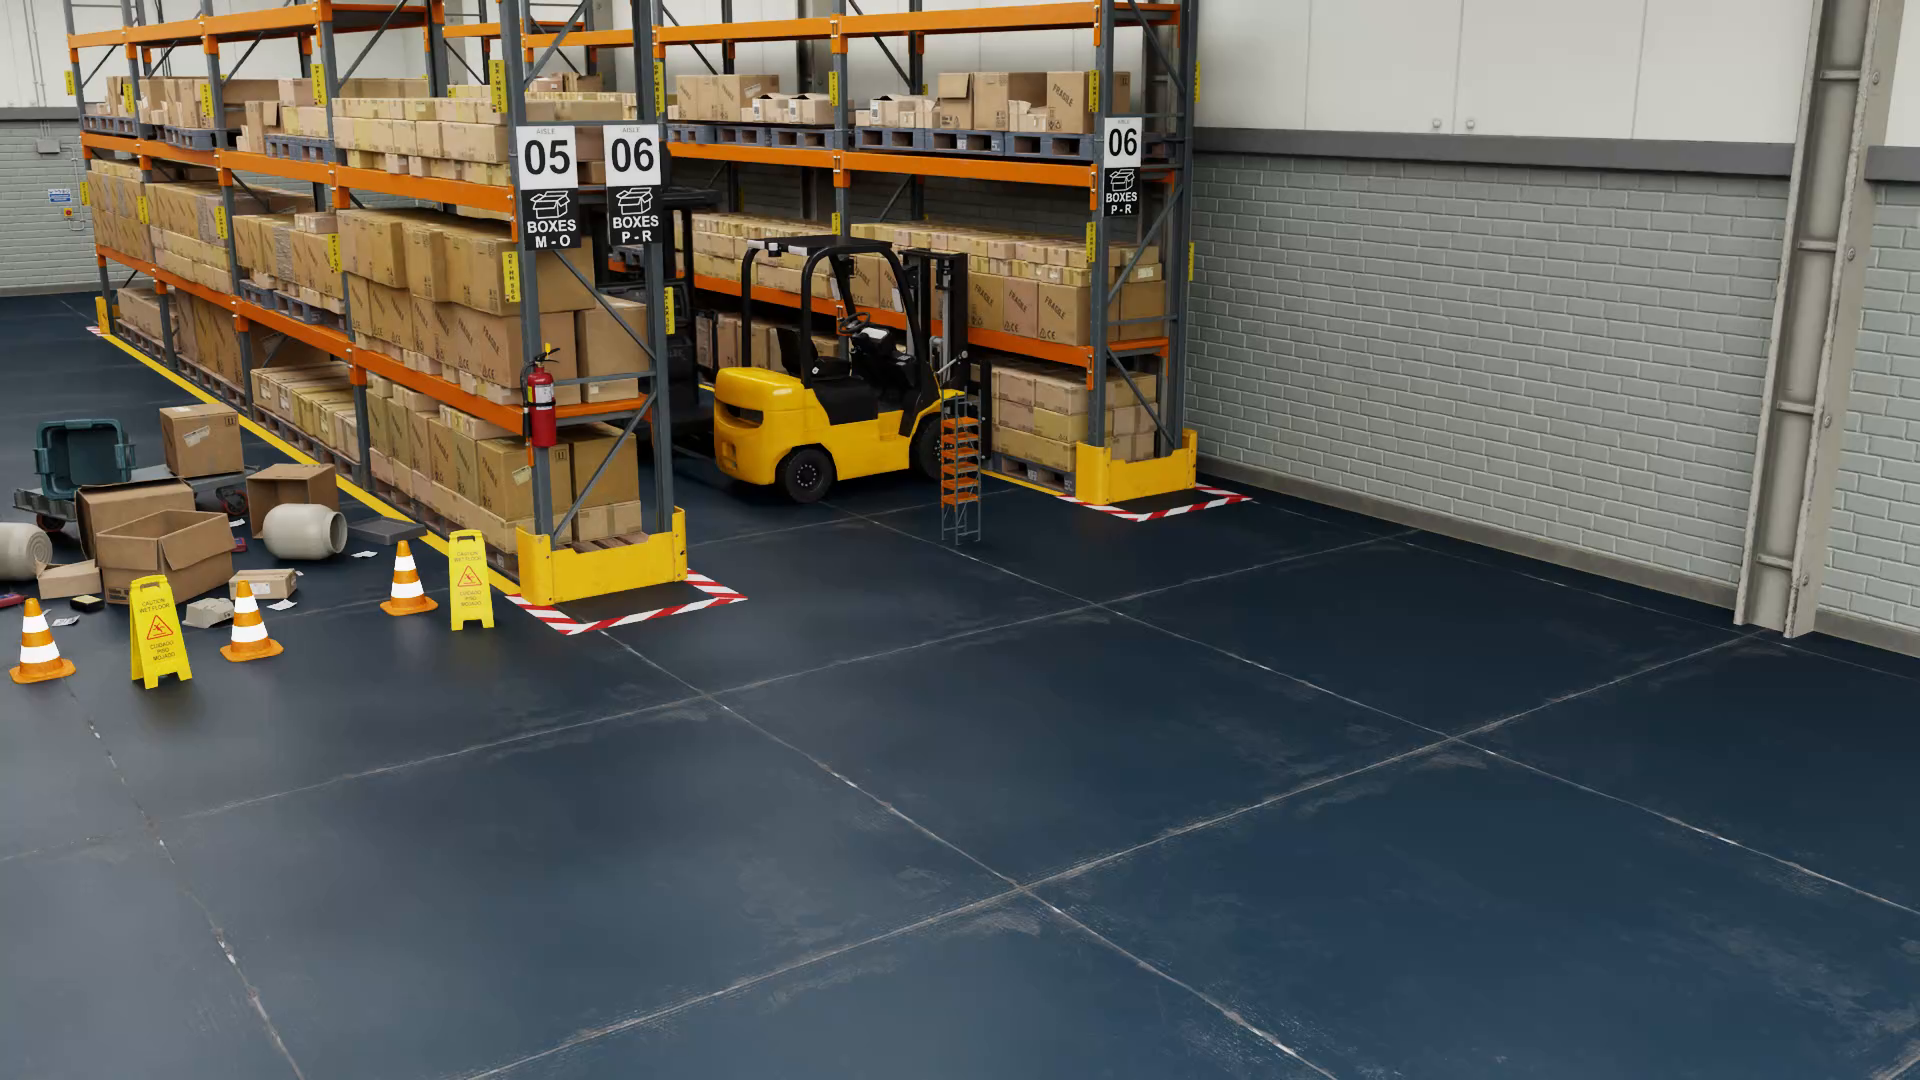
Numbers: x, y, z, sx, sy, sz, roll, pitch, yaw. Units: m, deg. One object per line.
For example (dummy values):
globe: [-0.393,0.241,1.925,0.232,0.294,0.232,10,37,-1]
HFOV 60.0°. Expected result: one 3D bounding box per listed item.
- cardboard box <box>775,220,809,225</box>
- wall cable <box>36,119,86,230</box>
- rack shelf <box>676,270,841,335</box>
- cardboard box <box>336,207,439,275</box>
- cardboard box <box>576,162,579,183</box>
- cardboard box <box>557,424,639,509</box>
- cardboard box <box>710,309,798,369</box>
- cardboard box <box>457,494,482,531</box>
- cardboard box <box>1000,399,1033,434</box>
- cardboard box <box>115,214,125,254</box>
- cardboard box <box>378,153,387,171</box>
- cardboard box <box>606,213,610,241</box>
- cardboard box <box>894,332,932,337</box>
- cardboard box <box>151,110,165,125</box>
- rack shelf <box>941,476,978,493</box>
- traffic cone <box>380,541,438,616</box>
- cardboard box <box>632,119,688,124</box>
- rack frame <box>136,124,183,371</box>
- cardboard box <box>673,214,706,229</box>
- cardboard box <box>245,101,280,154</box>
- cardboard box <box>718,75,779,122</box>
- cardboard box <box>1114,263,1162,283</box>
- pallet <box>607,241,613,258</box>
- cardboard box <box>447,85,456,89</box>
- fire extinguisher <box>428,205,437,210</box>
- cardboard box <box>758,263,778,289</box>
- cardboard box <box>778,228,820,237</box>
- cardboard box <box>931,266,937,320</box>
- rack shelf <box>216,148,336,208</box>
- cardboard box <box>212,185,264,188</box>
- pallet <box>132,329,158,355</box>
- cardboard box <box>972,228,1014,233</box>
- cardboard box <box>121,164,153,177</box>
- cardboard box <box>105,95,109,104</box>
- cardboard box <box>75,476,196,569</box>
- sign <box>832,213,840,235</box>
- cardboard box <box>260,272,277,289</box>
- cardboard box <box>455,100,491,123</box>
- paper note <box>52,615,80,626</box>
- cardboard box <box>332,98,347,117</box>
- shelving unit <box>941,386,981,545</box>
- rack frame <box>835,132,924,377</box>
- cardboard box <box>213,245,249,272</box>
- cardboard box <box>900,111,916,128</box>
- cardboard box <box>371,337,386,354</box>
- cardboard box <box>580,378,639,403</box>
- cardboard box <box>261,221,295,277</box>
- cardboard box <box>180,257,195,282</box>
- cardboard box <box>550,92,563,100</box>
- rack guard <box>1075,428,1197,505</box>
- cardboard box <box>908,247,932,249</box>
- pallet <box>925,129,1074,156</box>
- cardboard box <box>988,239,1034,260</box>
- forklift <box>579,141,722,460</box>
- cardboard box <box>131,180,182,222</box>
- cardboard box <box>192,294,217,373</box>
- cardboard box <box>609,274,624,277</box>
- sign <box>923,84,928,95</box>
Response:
cardboard box: [-1.899,-3.575,19.038,0.380,0.149,0.250,-10,18,-33]
wall cable: [-15.223,-6.219,28.134,0.585,1.953,0.123,-11,19,-35]
rack shelf: [-1.996,-2.803,18.997,1.077,0.370,4.000,-11,19,-35]
cardboard box: [-4.750,-2.498,13.873,0.700,0.500,0.500,-11,19,-35]
cardboard box: [-2.640,-2.586,11.638,0.380,0.149,0.250,-12,19,-36]
cardboard box: [-2.746,-0.556,12.416,0.500,0.500,0.500,-12,19,-36]
cardboard box: [-2.426,-2.360,19.721,0.875,0.625,0.625,-10,18,-33]
cardboard box: [-3.472,-0.216,12.598,0.500,0.250,0.500,-11,19,-34]
cardboard box: [0.707,-1.150,15.063,0.500,0.250,0.500,-11,19,-35]
cardboard box: [-10.926,-4.096,22.169,0.500,0.500,0.500,-10,18,-33]
cardboard box: [-4.389,-3.012,13.194,0.380,0.149,0.250,-10,18,-33]
cardboard box: [-4.281,-4.149,21.562,0.797,0.503,0.637,-11,19,-36]
cardboard box: [-0.374,-2.006,17.243,0.500,0.250,0.500,-10,18,-33]
cardboard box: [-9.076,-4.872,19.159,0.380,0.166,0.250,-12,20,-38]
rack shelf: [0.009,-0.417,12.950,0.258,0.103,0.180,-11,19,-35]
traffic cone: [-3.777,0.235,11.342,0.336,0.463,0.334,-11,19,-35]
cardboard box: [-3.670,-5.023,20.349,0.500,0.250,0.500,-12,19,-36]
rack frame: [-9.537,-3.660,20.766,1.000,3.000,0.127,-11,19,-35]
cardboard box: [-3.223,-3.824,19.948,0.380,0.149,0.250,-10,18,-33]
cardboard box: [-6.636,-4.097,16.491,0.700,0.500,0.500,-11,19,-35]
cardboard box: [-2.345,-4.913,18.487,0.500,0.500,0.500,-10,18,-33]
cardboard box: [1.542,-2.342,14.534,0.380,0.149,0.250,-11,19,-36]
pallet: [-4.319,-3.899,22.003,1.003,0.211,1.213,-11,19,-35]
cardboard box: [-7.534,-6.799,25.327,0.500,0.250,0.500,-11,19,-35]
fire extinguisher: [-8.336,-5.028,26.616,0.296,0.674,0.183,-11,19,-35]
cardboard box: [-1.895,-2.935,18.400,0.500,0.250,0.500,-11,19,-34]
cardboard box: [-1.730,-3.271,17.926,0.380,0.149,0.250,-12,19,-36]
cardboard box: [-0.152,-2.419,16.043,0.500,0.500,0.500,-11,19,-35]
rack shelf: [-6.009,-3.478,15.783,1.077,0.370,4.000,-11,19,-35]
cardboard box: [-8.478,-3.913,19.608,0.500,0.500,0.500,-10,18,-33]
pallet: [-10.642,-2.750,22.724,1.003,0.211,1.213,-11,19,-35]
cardboard box: [0.339,-2.928,16.109,0.380,0.149,0.250,-11,19,-35]
cardboard box: [-10.676,-4.802,21.628,0.380,0.149,0.250,-11,19,-36]
cardboard box: [-11.551,-6.057,23.141,0.500,0.250,0.500,-13,20,-40]
cardboard box: [-6.118,-0.139,12.374,0.797,0.637,0.503,-11,19,-35]
sign: [-1.253,-3.157,16.884,0.100,0.325,0.005,-11,19,-35]
cardboard box: [-6.736,-2.596,16.558,0.380,0.149,0.250,-11,19,-34]
cardboard box: [-3.312,-3.009,11.671,0.380,0.149,0.250,-11,19,-34]
paper note: [-5.950,0.536,11.063,0.144,0.017,0.142,-4,16,-15]
cardboard box: [-4.912,-3.544,13.625,0.380,0.149,0.250,-11,19,-36]
shelving unit: [0.009,-0.576,12.906,0.258,1.200,0.189,-11,19,-35]
rack frame: [-0.820,-2.723,17.342,1.000,3.000,0.127,-11,19,-35]
cardboard box: [-7.675,-3.038,17.832,0.500,0.250,0.500,-11,19,-35]
cardboard box: [-0.350,-3.992,15.789,0.380,0.149,0.250,-10,18,-33]
cardboard box: [-4.717,-1.667,13.962,0.380,0.149,0.250,-10,18,-33]
cardboard box: [-2.513,-1.081,11.819,0.380,0.149,0.250,-11,19,-34]
cardboard box: [-6.478,-2.845,16.241,0.500,0.500,0.500,-10,18,-34]
cardboard box: [-8.611,-3.122,19.085,0.500,0.250,0.500,-11,19,-35]
cardboard box: [-5.201,-5.861,22.055,0.380,0.149,0.250,-11,19,-35]
rack guard: [1.546,-0.658,14.532,1.175,0.500,0.348,-11,19,-35]
cardboard box: [-0.278,-2.748,16.017,0.380,0.149,0.250,-11,19,-35]
pallet: [0.416,-3.688,15.356,1.003,0.211,1.213,-11,19,-35]
cardboard box: [0.476,-2.620,14.983,0.380,0.149,0.250,-10,18,-33]
forklift: [-2.929,-2.295,15.908,1.130,2.935,3.031,-11,19,-34]
cardboard box: [-10.037,-4.248,20.832,0.500,0.500,0.500,-11,19,-35]
cardboard box: [-8.570,-2.526,19.852,0.875,0.875,0.875,-10,18,-33]
cardboard box: [-4.915,-3.652,23.446,0.380,0.149,0.250,-11,19,-35]
sign: [-0.372,-4.544,17.183,0.100,0.325,0.005,-11,19,-35]
